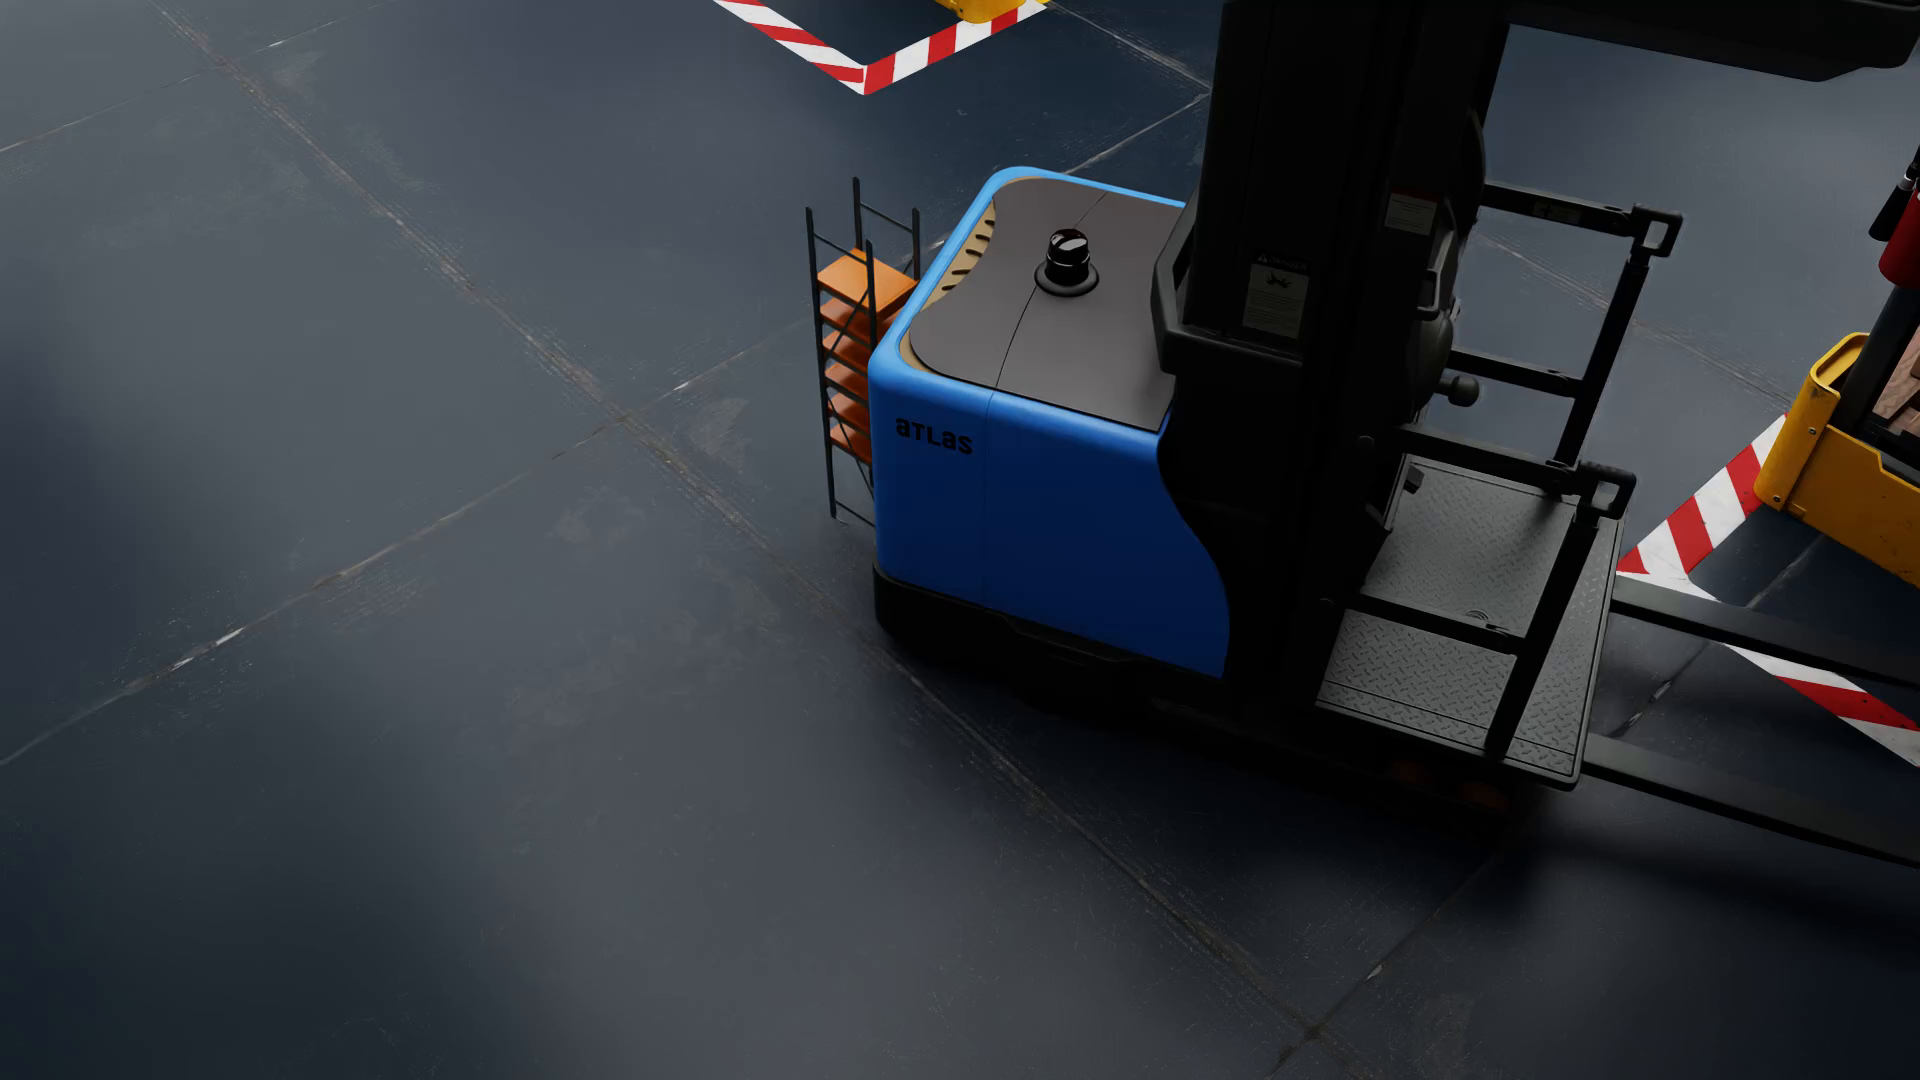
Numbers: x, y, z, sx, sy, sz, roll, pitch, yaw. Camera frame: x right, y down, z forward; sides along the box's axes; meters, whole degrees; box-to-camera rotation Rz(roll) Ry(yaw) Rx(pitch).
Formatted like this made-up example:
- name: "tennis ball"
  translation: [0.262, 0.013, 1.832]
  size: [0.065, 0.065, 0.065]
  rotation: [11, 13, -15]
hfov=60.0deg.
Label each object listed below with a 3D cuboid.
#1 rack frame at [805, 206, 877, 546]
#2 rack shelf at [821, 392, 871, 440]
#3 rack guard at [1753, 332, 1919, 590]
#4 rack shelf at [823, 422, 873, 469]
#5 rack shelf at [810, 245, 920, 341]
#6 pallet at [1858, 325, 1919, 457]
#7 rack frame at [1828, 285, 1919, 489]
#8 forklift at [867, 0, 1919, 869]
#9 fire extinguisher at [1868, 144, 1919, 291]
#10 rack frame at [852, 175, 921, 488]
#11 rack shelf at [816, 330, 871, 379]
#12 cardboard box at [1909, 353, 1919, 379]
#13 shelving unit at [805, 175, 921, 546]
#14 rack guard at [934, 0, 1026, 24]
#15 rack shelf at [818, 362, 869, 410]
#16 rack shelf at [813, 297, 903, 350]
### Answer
- name: "rack frame"
  translation: [-0.321, -0.427, 4.827]
  size: [0.240, 1.200, 0.006]
  rotation: [32, 55, 26]
- name: "rack shelf"
  translation: [-0.261, -0.366, 4.995]
  size: [0.258, 0.103, 0.180]
  rotation: [32, 55, 26]
- name: "rack guard"
  translation: [3.068, -0.094, 4.997]
  size: [0.348, 0.500, 1.175]
  rotation: [-34, 56, -27]
- name: "rack shelf"
  translation: [-0.261, -0.285, 5.084]
  size: [0.258, 0.103, 0.180]
  rotation: [32, 55, 26]
- name: "rack shelf"
  translation: [-0.261, -0.692, 4.643]
  size: [0.258, 0.103, 0.180]
  rotation: [32, 55, 26]
- name: "pallet"
  translation: [3.624, -0.446, 5.518]
  size: [1.213, 0.211, 1.003]
  rotation: [-34, 56, -27]
- name: "rack frame"
  translation: [3.085, -0.954, 4.089]
  size: [0.127, 3.000, 1.000]
  rotation: [-34, 56, -27]
- name: "forklift"
  translation: [1.316, -0.632, 3.839]
  size: [3.031, 2.935, 1.130]
  rotation: [16, 49, 15]
- name: "fire extinguisher"
  translation: [2.663, -0.977, 4.417]
  size: [0.183, 0.674, 0.296]
  rotation: [-34, 56, -27]
- name: "rack frame"
  translation: [-0.201, -0.529, 4.922]
  size: [0.240, 1.200, 0.006]
  rotation: [32, 55, 26]
- name: "rack shelf"
  translation: [-0.261, -0.529, 4.819]
  size: [0.258, 0.103, 0.180]
  rotation: [32, 55, 26]
- name: "cardboard box"
  translation: [3.536, -0.649, 5.223]
  size: [0.500, 0.500, 0.700]
  rotation: [-34, 56, -27]
- name: "shelving unit"
  translation: [-0.261, -0.478, 4.874]
  size: [0.258, 1.200, 0.189]
  rotation: [32, 55, 26]
- name: "rack guard"
  translation: [-0.194, -2.835, 7.526]
  size: [0.348, 0.500, 1.175]
  rotation: [-34, 56, -27]
- name: "rack shelf"
  translation: [-0.261, -0.448, 4.907]
  size: [0.258, 0.103, 0.180]
  rotation: [32, 55, 26]
- name: "rack shelf"
  translation: [-0.261, -0.610, 4.731]
  size: [0.258, 0.103, 0.180]
  rotation: [32, 55, 26]
